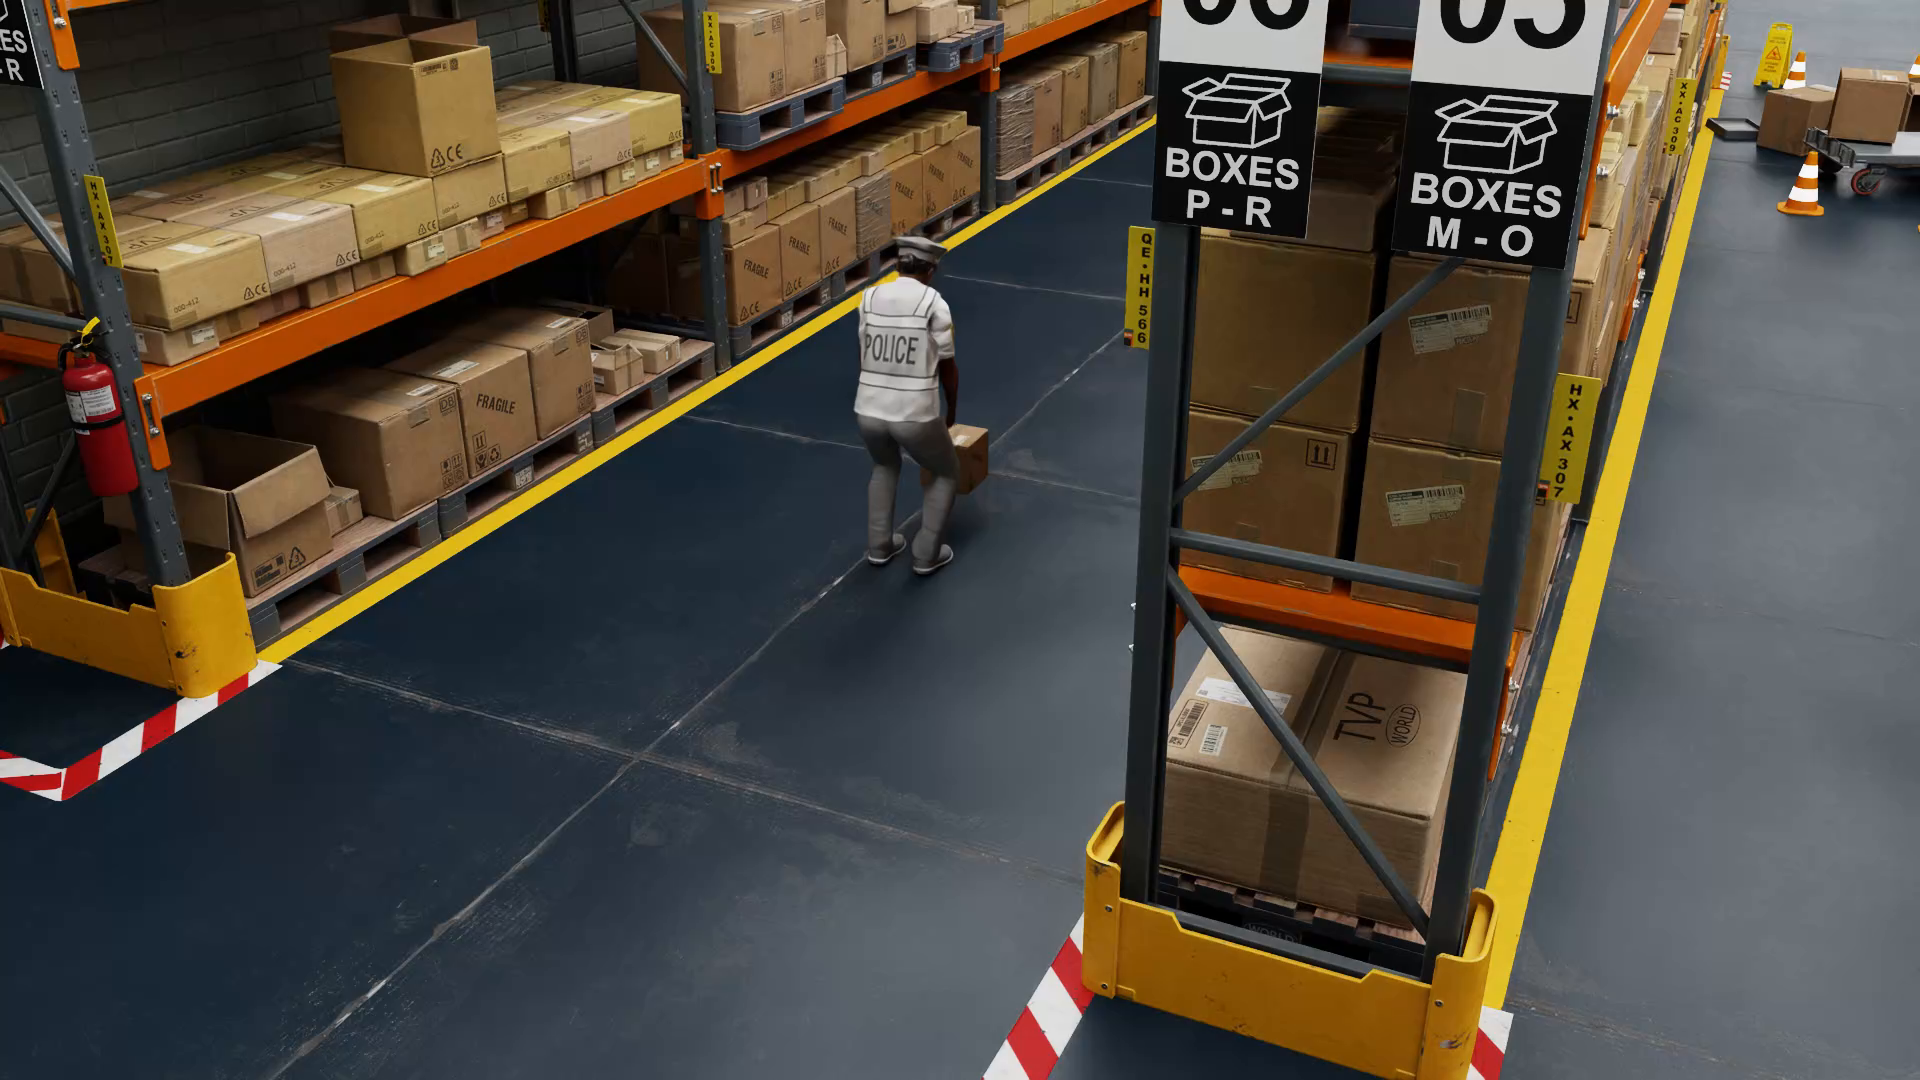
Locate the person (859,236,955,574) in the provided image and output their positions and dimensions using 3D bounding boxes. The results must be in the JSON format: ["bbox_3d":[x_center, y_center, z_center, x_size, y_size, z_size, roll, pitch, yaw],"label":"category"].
[{"bbox_3d":[-0.235,-0.611,7.542,0.470,1.508,0.556,12,29,22],"label":"person"}]
